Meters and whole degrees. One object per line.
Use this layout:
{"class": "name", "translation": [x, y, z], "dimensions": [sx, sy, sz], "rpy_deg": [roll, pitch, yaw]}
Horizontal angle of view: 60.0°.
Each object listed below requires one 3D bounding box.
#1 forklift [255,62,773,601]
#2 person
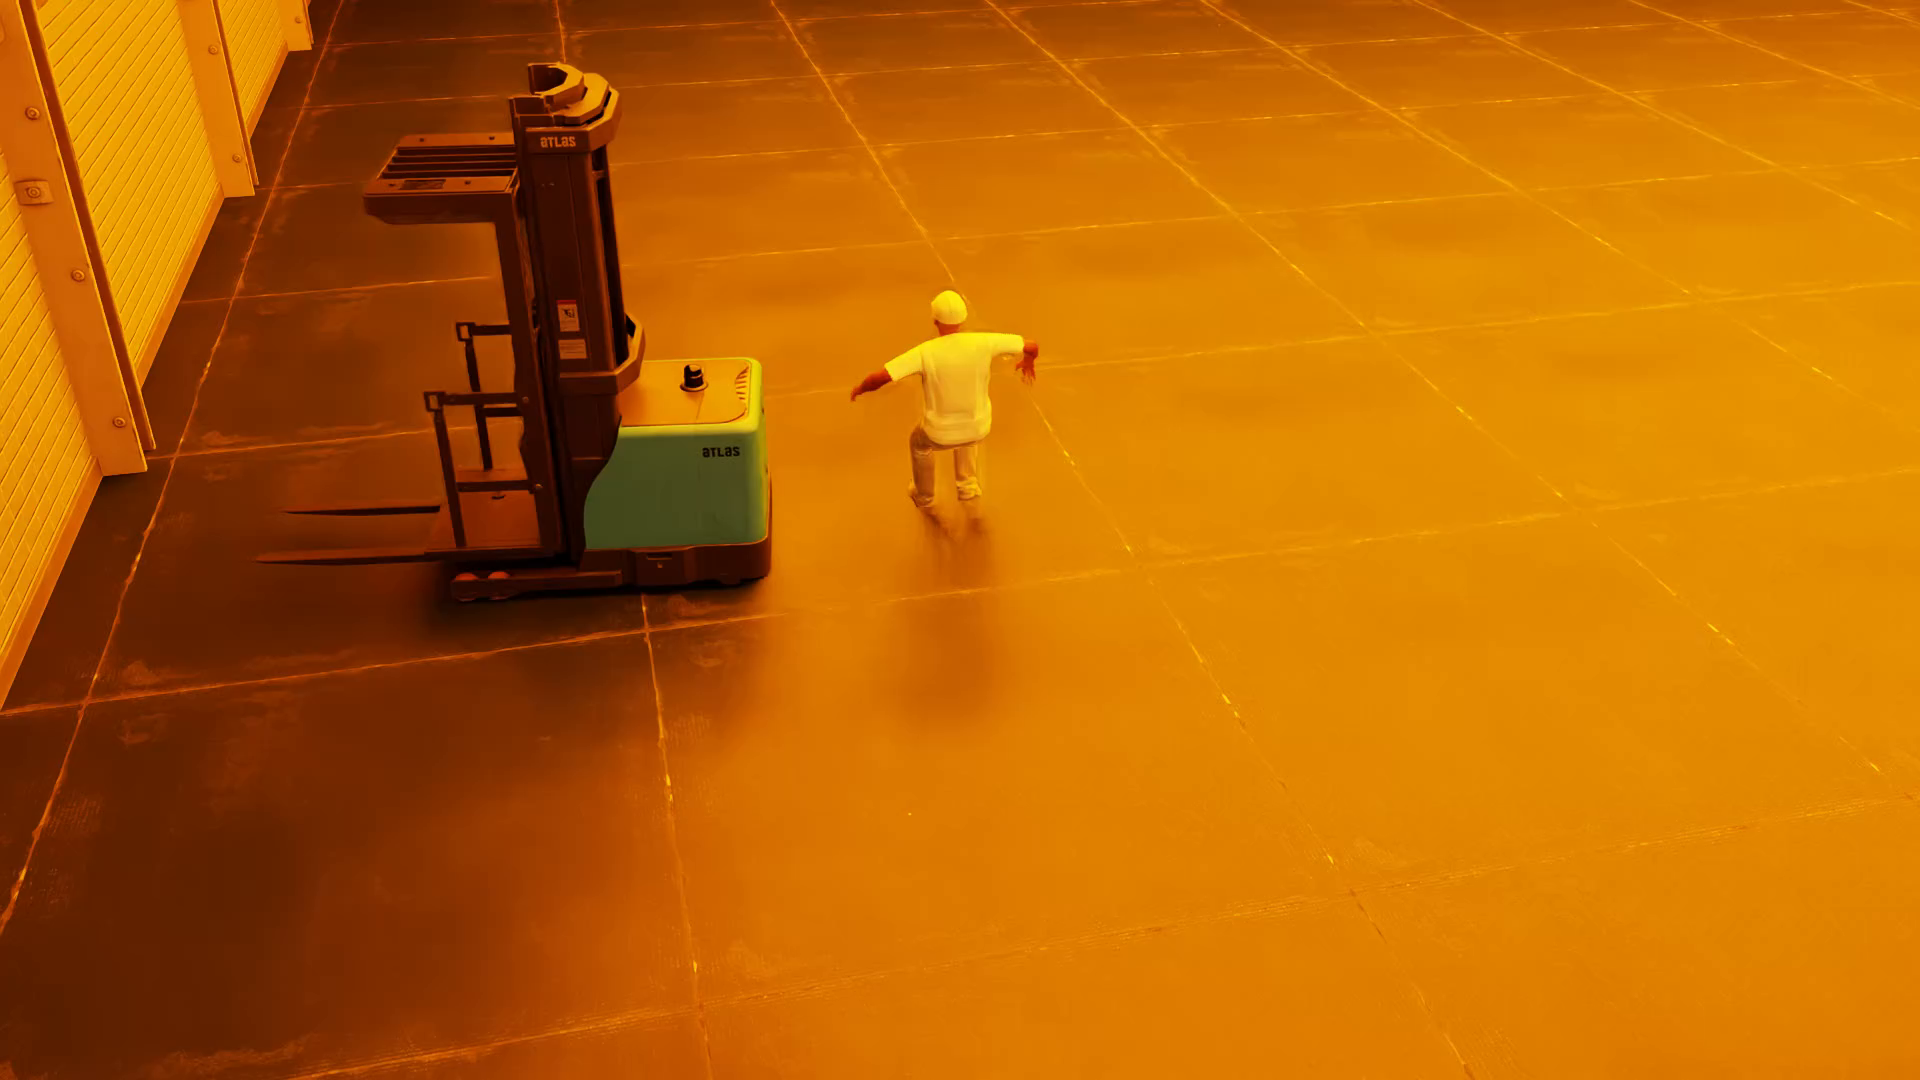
{"class": "forklift", "translation": [-2.691, -1.181, 9.614], "dimensions": [3.031, 2.935, 1.130], "rpy_deg": [-2, 30, -4]}
{"class": "person", "translation": [-0.111, -0.855, 10.379], "dimensions": [1.170, 1.617, 0.800], "rpy_deg": [-6, 31, -10]}
